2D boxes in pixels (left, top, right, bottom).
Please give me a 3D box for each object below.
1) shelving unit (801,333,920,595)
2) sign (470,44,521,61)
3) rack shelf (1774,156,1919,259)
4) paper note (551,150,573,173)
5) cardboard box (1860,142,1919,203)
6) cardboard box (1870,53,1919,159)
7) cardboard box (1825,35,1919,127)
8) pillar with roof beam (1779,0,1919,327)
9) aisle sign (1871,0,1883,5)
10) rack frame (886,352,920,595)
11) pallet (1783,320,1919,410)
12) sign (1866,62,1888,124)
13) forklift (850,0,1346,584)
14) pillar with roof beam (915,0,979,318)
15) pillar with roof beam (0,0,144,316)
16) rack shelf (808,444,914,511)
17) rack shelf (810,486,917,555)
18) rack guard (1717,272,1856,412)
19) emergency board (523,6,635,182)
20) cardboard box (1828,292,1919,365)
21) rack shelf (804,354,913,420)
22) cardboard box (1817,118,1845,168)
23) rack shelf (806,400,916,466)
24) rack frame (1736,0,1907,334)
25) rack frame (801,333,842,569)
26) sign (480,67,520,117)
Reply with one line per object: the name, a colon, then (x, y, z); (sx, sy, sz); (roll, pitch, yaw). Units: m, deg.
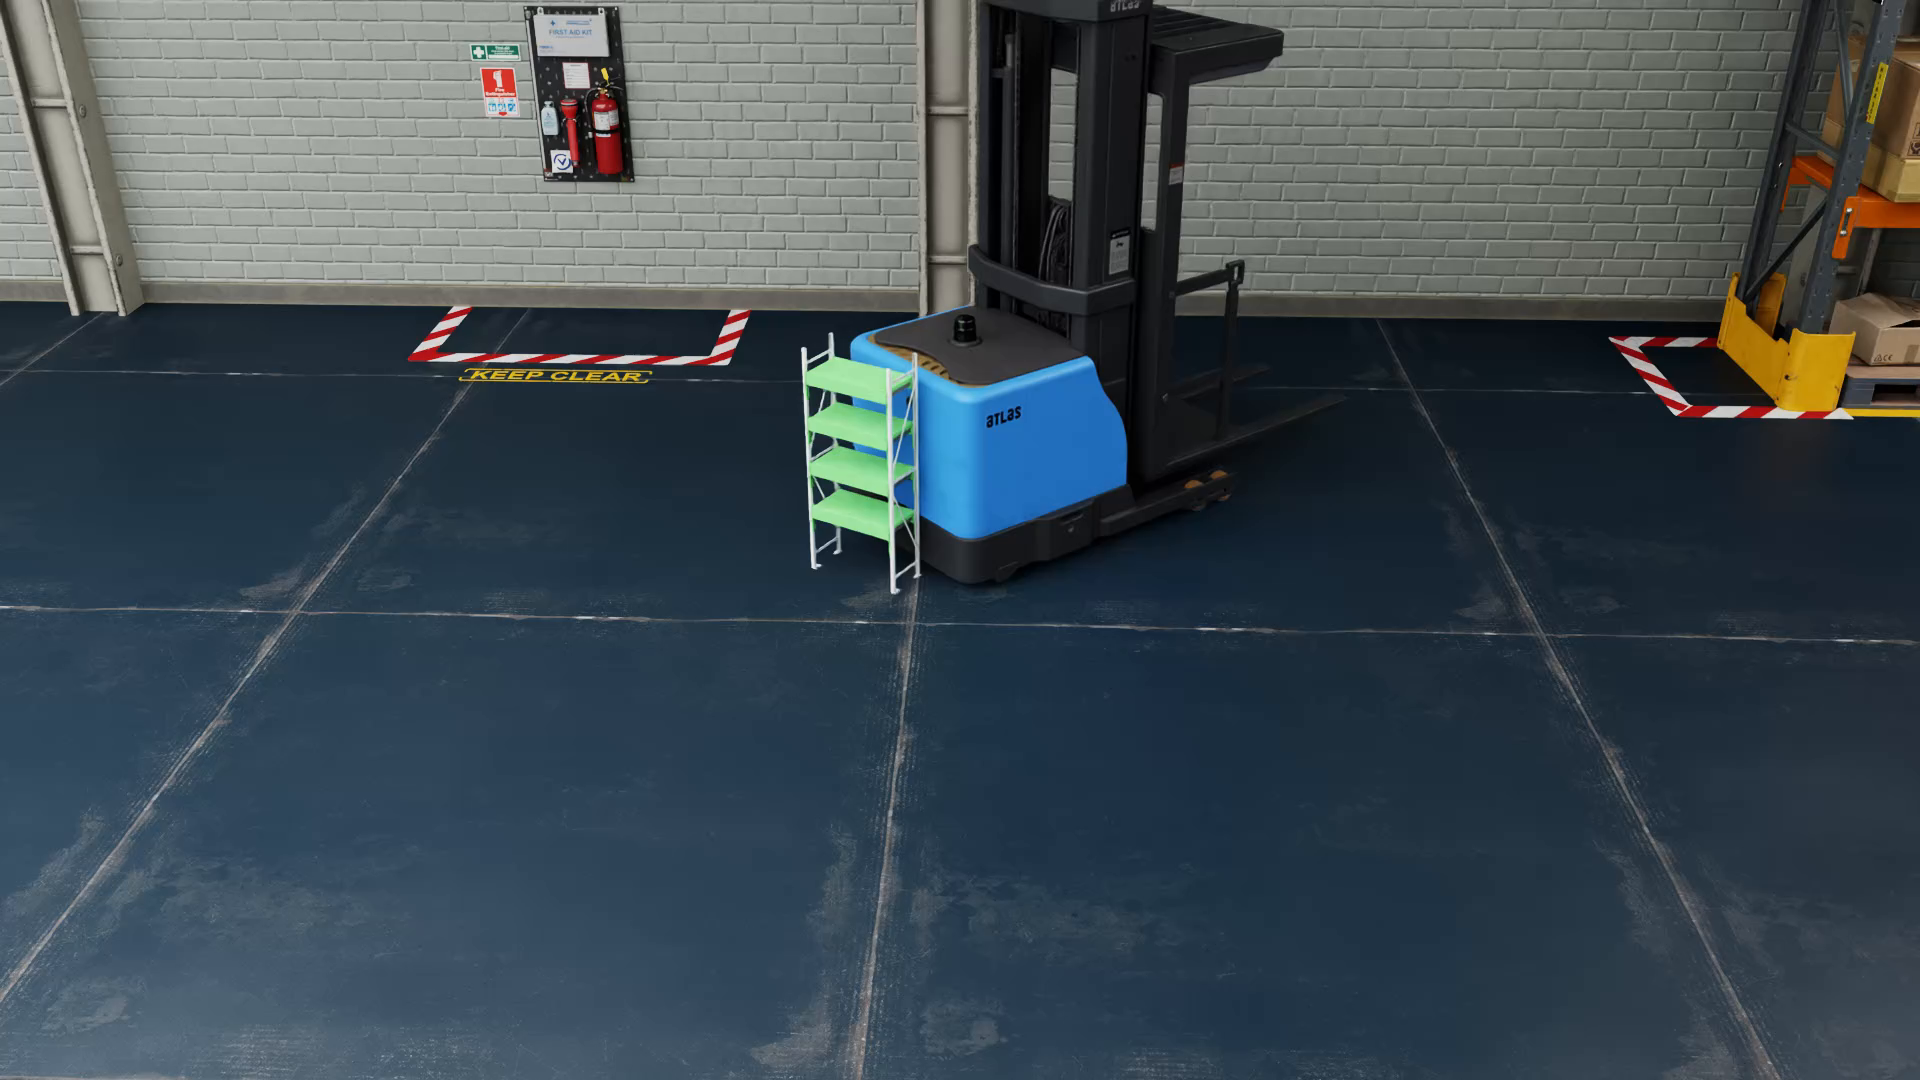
shelving unit: (-0.478, -0.368, 8.164); (0.503, 1.200, 0.258); (16, 32, 28)
sign: (-3.093, -3.245, 11.065); (0.331, 0.109, 0.001); (1, 28, 2)
rack shelf: (7.185, -2.040, 10.164); (4.000, 0.370, 1.077); (1, 28, 2)
paper note: (-2.722, -2.588, 11.370); (0.142, 0.148, 0.016); (1, 28, 2)
cardboard box: (5.663, -2.177, 9.792); (0.500, 0.250, 0.500); (0, 28, 0)
cardboard box: (5.653, -2.516, 9.632); (0.500, 0.500, 0.500); (1, 28, 2)
cardboard box: (5.665, -2.756, 10.085); (0.500, 0.500, 0.500); (1, 28, 1)
pillar with roof beam: (5.765, -3.420, 5.593); (0.400, 9.000, 9.100); (1, 28, 2)
aisle sign: (5.104, -3.400, 9.186); (0.004, 0.787, 0.394); (1, 28, 2)
rack frame: (-0.271, -0.308, 8.050); (0.015, 1.200, 0.240); (16, 32, 28)
pallet: (6.073, -1.128, 10.652); (1.213, 0.211, 1.003); (1, 28, 2)
sign: (5.168, -2.519, 9.376); (0.005, 0.325, 0.100); (1, 28, 2)
forklift: (0.901, -1.628, 8.691); (3.031, 2.935, 1.130); (-20, 34, -33)
pillar with roof beam: (-0.231, -3.519, 5.780); (0.400, 9.000, 9.100); (1, 28, 2)
pillar with roof beam: (-6.228, -3.618, 5.967); (0.400, 9.000, 9.100); (1, 28, 2)
rack shelf: (-0.478, -0.312, 8.194); (0.480, 0.148, 0.258); (16, 32, 28)
rack shelf: (-0.478, -0.100, 8.306); (0.480, 0.148, 0.258); (16, 32, 28)
rack guard: (5.263, -1.285, 10.641); (0.348, 0.500, 1.175); (1, 28, 2)
emergency board: (-2.548, -2.942, 11.097); (0.643, 1.169, 0.194); (1, 28, 2)
cardboard box: (5.875, -1.344, 10.483); (0.500, 0.311, 0.500); (-2, 28, -4)
rack shelf: (-0.478, -0.736, 7.969); (0.480, 0.148, 0.258); (16, 32, 28)
cardboard box: (5.661, -2.416, 10.245); (0.500, 0.250, 0.500); (1, 28, 3)
rack shelf: (-0.478, -0.524, 8.082); (0.480, 0.148, 0.258); (16, 32, 28)
rack frame: (5.187, -2.391, 10.058); (0.127, 3.000, 1.000); (1, 28, 2)
rack frame: (-0.685, -0.429, 8.278); (0.015, 1.200, 0.240); (16, 32, 28)
sign: (-3.097, -3.015, 11.197); (0.234, 0.329, 0.001); (1, 28, 2)
